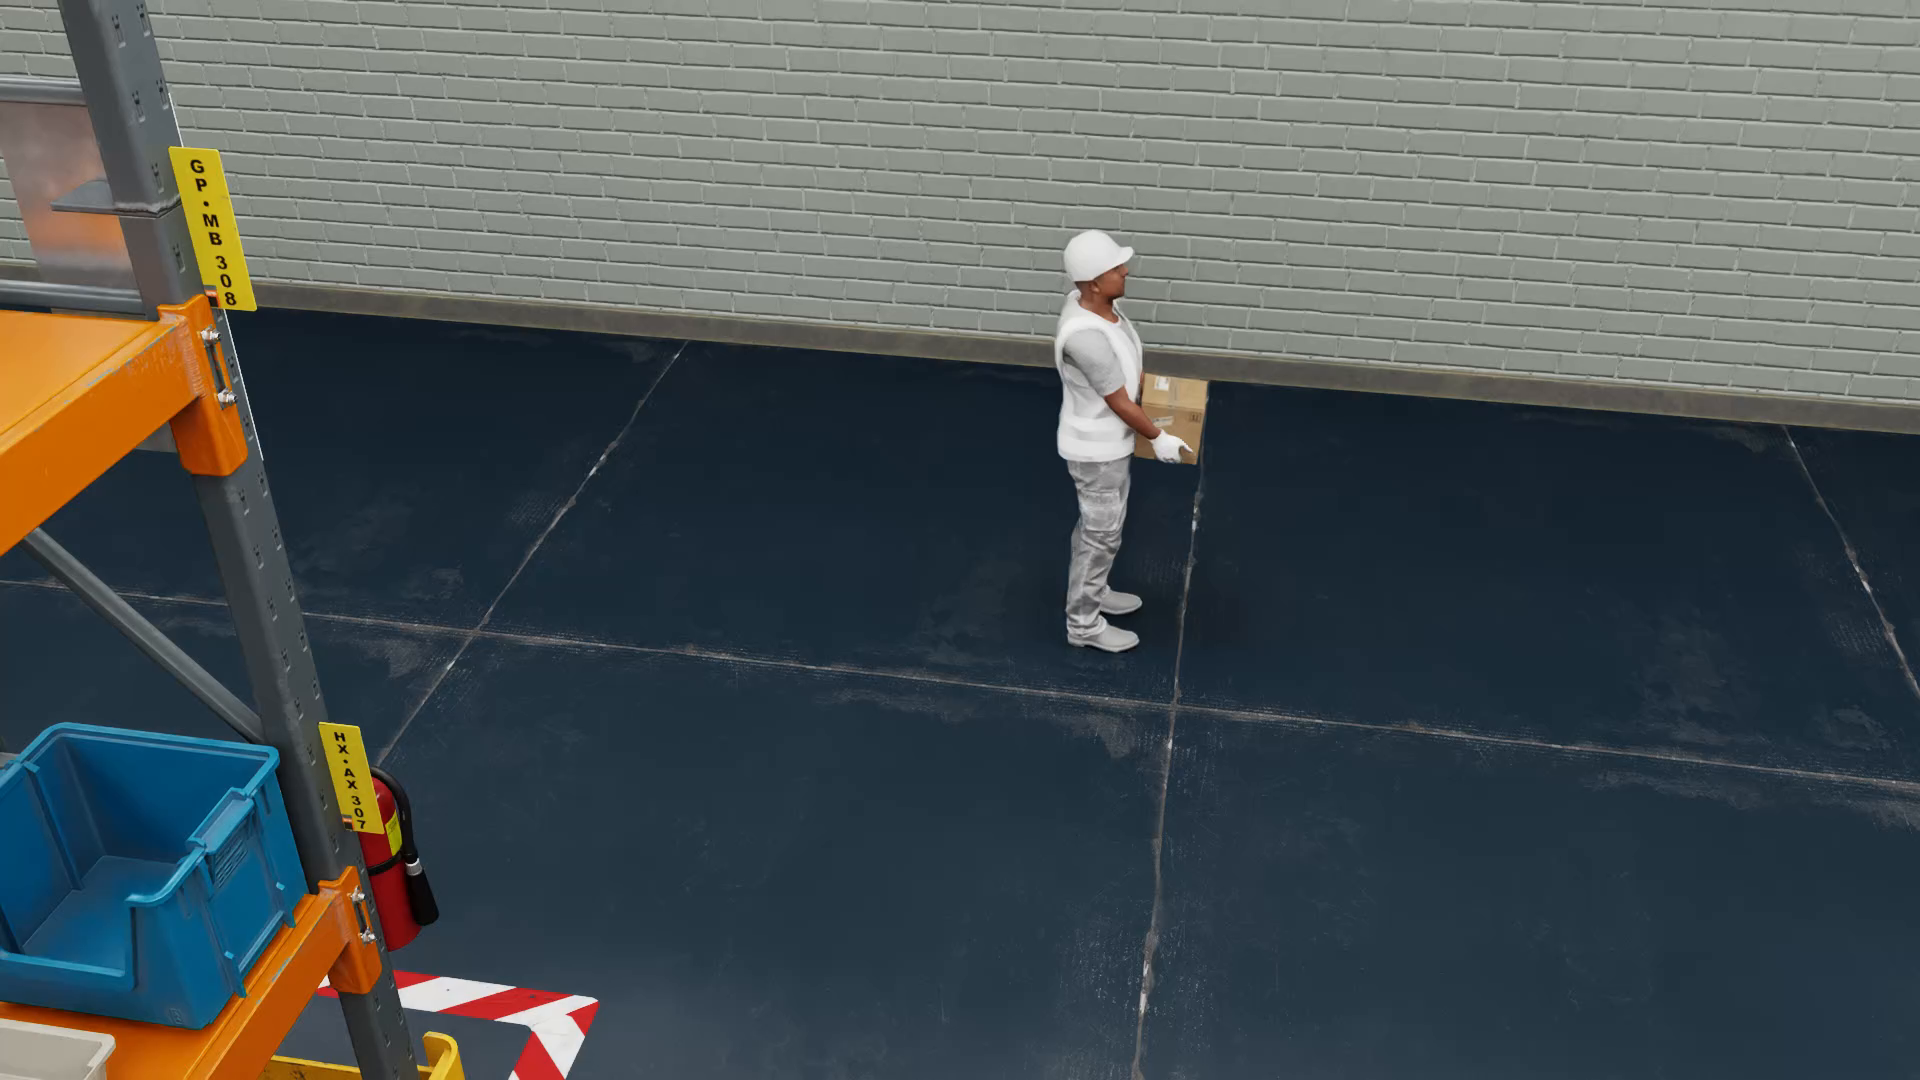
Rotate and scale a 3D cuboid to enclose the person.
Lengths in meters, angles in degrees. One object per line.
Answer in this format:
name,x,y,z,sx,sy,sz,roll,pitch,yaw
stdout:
person,0.659,-0.395,6.747,0.572,1.786,0.497,3,32,5
